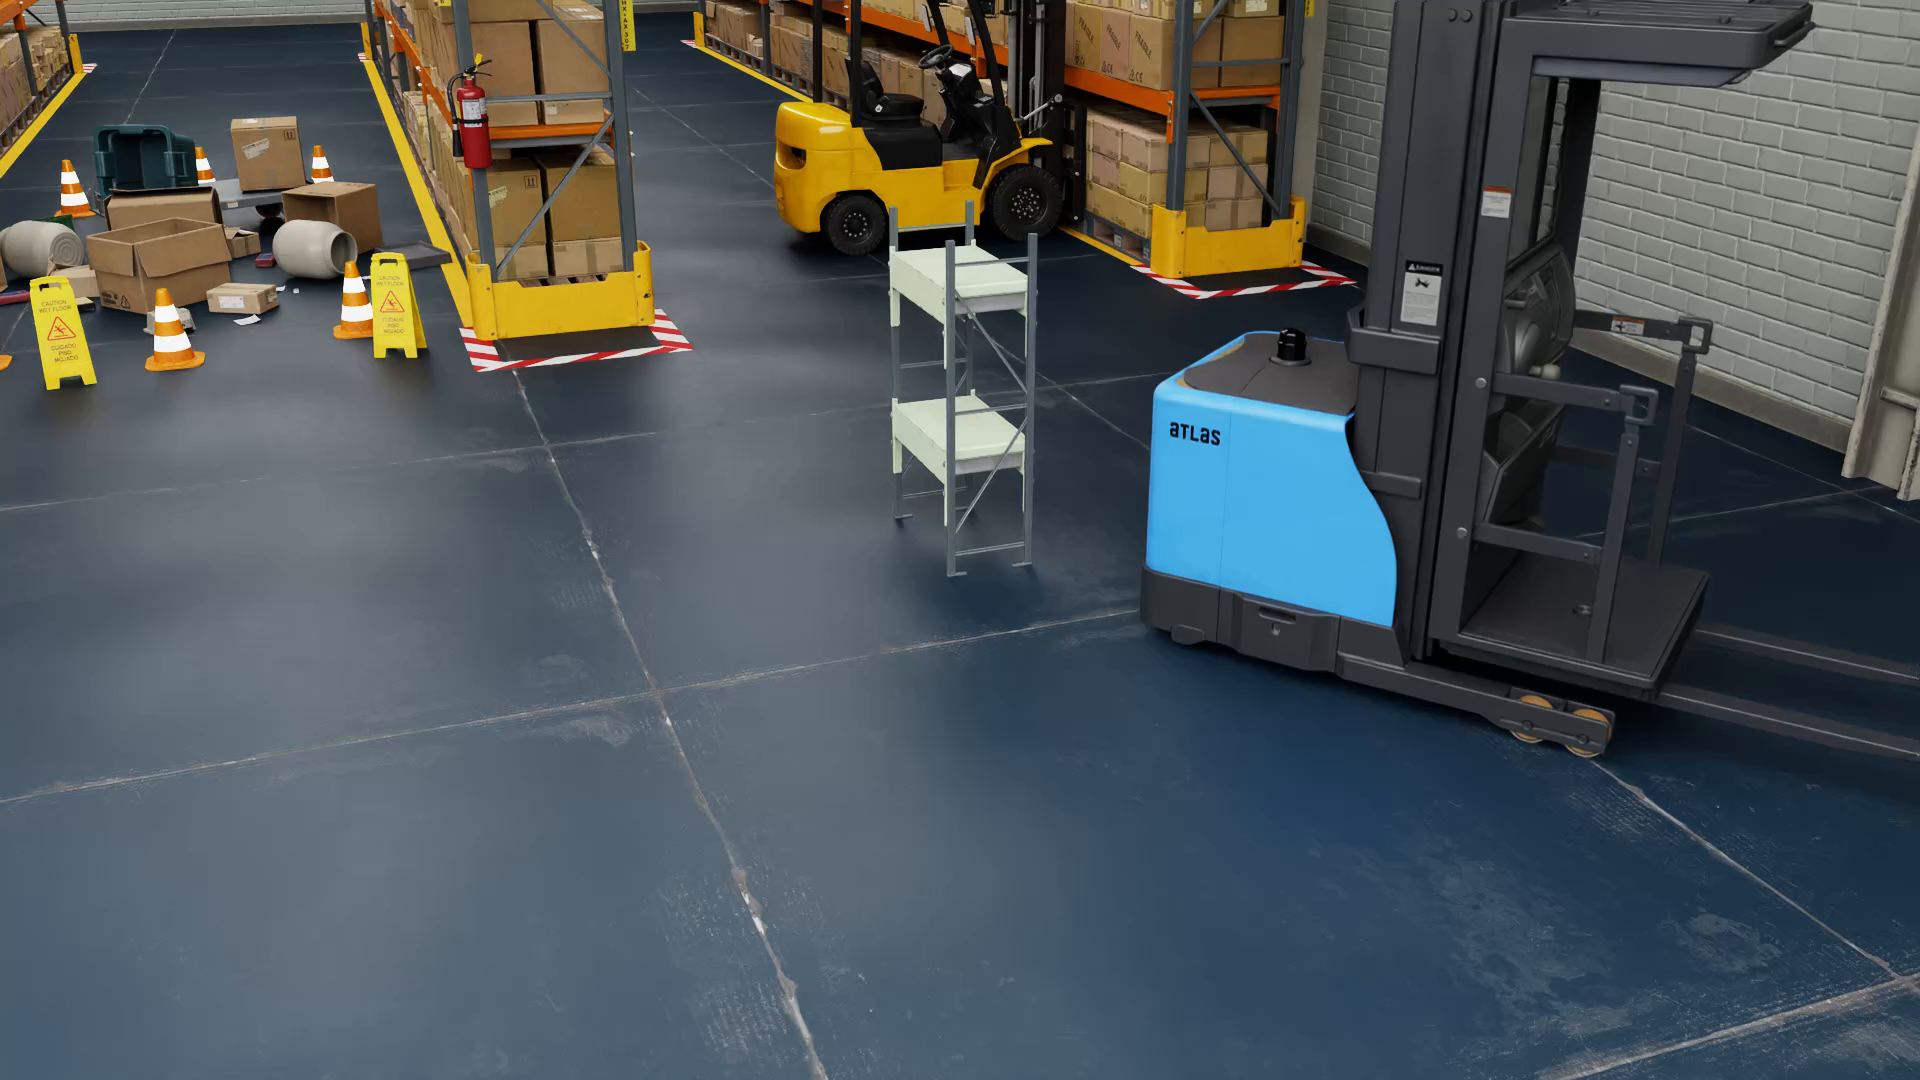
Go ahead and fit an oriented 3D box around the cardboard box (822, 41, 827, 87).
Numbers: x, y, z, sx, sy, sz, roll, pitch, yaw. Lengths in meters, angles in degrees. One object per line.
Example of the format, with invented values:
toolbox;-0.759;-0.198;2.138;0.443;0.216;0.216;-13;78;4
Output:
cardboard box;-1.509;-5.917;20.604;0.500;0.500;0.500;-7;24;-17

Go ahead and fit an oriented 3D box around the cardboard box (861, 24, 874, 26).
cardboard box;-1.203;-6.414;20.947;0.380;0.149;0.250;-8;24;-19

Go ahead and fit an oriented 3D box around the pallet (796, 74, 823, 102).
pallet;-1.460;-5.812;21.268;1.003;0.211;1.213;-8;24;-19

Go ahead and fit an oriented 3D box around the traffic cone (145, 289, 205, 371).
traffic cone;-4.897;-1.323;10.294;0.336;0.463;0.334;-8;24;-19

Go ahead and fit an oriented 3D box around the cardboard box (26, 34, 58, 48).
cardboard box;-12.019;-6.514;21.708;0.380;0.149;0.250;-7;24;-17

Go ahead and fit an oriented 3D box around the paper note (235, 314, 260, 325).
paper note;-4.816;-1.491;11.249;0.148;0.019;0.142;-18;29;-37

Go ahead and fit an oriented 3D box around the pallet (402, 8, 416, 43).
pallet;-4.709;-4.894;15.746;1.003;0.211;1.213;-8;24;-19

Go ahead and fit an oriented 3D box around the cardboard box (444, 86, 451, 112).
cardboard box;-3.335;-3.042;11.429;0.380;0.149;0.250;-8;24;-18

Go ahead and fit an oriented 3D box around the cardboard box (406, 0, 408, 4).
cardboard box;-4.764;-5.124;14.992;0.500;0.500;0.500;-7;24;-17

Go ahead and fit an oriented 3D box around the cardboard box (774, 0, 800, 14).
cardboard box;-2.282;-7.151;22.313;0.380;0.149;0.250;-9;24;-20

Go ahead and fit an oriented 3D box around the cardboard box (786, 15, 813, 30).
cardboard box;-2.068;-6.824;21.920;0.380;0.149;0.250;-10;25;-22

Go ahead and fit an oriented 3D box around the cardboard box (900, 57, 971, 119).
cardboard box;-0.120;-4.768;17.717;0.875;0.625;0.625;-9;25;-21

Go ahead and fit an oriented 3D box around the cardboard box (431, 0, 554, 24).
cardboard box;-3.005;-3.589;10.603;0.700;0.500;0.500;-9;24;-20

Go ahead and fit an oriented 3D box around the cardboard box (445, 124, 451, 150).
cardboard box;-3.517;-2.927;12.032;0.380;0.149;0.250;-7;24;-17

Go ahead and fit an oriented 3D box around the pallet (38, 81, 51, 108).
pallet;-11.725;-5.388;20.261;1.003;0.211;1.213;-8;24;-19

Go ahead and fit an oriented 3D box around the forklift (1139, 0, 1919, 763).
forklift;2.257;-0.814;5.906;3.031;2.935;1.130;14;26;29

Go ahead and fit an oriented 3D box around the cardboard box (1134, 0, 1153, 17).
cardboard box;1.520;-3.993;12.397;0.380;0.149;0.250;-8;24;-18

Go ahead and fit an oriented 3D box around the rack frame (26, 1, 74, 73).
rack frame;-12.868;-7.887;22.600;1.000;3.000;0.127;-8;24;-19

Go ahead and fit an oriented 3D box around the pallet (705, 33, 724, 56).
pallet;-3.321;-7.683;25.707;1.003;0.211;1.213;-8;24;-19

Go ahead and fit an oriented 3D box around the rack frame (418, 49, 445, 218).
rack frame;-4.033;-4.242;13.953;1.000;3.000;0.127;-8;24;-19

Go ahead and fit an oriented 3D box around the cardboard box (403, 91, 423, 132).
cardboard box;-5.256;-4.472;17.340;0.950;0.372;0.625;-10;25;-23

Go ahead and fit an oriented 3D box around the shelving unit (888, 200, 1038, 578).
shelving unit;0.002;-0.689;7.453;0.431;1.500;0.755;-8;24;-19

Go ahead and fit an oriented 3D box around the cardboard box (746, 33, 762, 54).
cardboard box;-2.815;-7.057;23.611;0.396;0.266;0.258;-7;24;-17

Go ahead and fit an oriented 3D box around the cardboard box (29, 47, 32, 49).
cardboard box;-11.560;-5.934;20.331;0.380;0.149;0.250;-9;24;-20

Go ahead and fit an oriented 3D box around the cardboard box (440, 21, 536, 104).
cardboard box;-3.070;-3.132;10.806;0.500;0.500;0.500;-9;24;-20

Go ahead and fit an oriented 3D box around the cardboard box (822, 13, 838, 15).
cardboard box;-1.719;-6.983;22.298;0.380;0.149;0.250;-8;24;-19

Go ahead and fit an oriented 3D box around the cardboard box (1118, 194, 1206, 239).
cardboard box;1.561;-2.525;12.879;0.500;0.250;0.500;-8;24;-19

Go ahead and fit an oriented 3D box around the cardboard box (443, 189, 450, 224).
cardboard box;-3.878;-2.725;13.353;0.500;0.250;0.500;-7;24;-16

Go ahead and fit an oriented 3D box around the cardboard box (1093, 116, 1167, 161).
cardboard box;1.382;-3.168;13.116;0.500;0.250;0.500;-8;24;-18

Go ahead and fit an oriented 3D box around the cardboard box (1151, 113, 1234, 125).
cardboard box;1.850;-3.240;13.288;0.500;0.250;0.500;-8;24;-19

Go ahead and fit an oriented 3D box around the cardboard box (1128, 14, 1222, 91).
cardboard box;1.603;-3.660;12.443;0.500;0.500;0.500;-9;24;-20

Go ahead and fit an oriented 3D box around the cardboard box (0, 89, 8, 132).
cardboard box;-10.234;-4.496;17.232;0.500;0.500;0.500;-8;24;-18

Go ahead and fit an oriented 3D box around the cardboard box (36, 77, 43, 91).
cardboard box;-11.283;-5.490;20.042;0.380;0.149;0.250;-9;25;-21

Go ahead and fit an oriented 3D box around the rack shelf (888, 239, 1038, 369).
rack shelf;0.002;-1.048;7.301;0.431;0.370;0.720;-8;24;-19

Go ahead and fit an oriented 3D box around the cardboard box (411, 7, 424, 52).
cardboard box;-4.139;-4.227;13.406;0.500;0.500;0.500;-8;24;-19

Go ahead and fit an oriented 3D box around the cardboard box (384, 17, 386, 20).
cardboard box;-7.946;-7.389;24.178;0.875;0.438;0.875;-9;25;-21

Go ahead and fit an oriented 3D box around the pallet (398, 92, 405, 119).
pallet;-6.081;-5.150;19.698;1.003;0.211;1.213;-8;24;-19

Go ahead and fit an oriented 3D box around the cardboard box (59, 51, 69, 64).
cardboard box;-12.301;-6.524;22.497;0.380;0.149;0.250;-8;24;-17

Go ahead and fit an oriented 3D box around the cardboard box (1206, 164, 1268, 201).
cardboard box;2.050;-2.828;12.952;0.500;0.250;0.500;-8;24;-18

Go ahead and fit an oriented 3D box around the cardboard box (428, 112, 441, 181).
cardboard box;-4.077;-3.263;13.664;0.500;0.500;0.500;-7;24;-16

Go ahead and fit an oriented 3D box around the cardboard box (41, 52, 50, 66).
cardboard box;-11.774;-6.091;21.086;0.380;0.149;0.250;-9;24;-19

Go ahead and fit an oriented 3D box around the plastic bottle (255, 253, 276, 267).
plastic bottle;-5.332;-2.162;12.801;0.133;0.061;0.283;-4;23;-10

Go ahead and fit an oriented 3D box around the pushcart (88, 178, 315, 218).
pushcart;-6.149;-2.703;13.677;1.648;0.377;0.936;-18;29;-37

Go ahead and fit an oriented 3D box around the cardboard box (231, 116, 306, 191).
cardboard box;-5.688;-3.184;13.687;0.500;0.500;0.500;-8;24;-19

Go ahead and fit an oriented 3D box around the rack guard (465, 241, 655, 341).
rack guard;-2.647;-1.665;11.056;1.175;0.500;0.348;-8;24;-19

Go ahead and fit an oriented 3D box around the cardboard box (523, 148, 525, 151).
cardboard box;-3.014;-2.773;12.502;0.500;0.500;0.500;-8;24;-18

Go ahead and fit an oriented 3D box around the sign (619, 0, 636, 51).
sign;-2.113;-3.262;10.514;0.100;0.325;0.005;-8;24;-19

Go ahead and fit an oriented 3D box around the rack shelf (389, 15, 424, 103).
rack shelf;-4.740;-4.638;15.817;1.077;0.370;4.000;-8;24;-19

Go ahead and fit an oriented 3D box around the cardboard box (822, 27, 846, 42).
cardboard box;-1.532;-6.253;20.566;0.380;0.149;0.250;-9;24;-20

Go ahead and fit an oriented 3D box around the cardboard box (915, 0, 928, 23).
cardboard box;-0.143;-5.369;16.821;0.500;0.250;0.500;-8;24;-19

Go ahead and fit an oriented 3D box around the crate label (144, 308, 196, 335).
crate label;-5.233;-1.450;11.015;0.298;0.136;0.250;18;29;36
